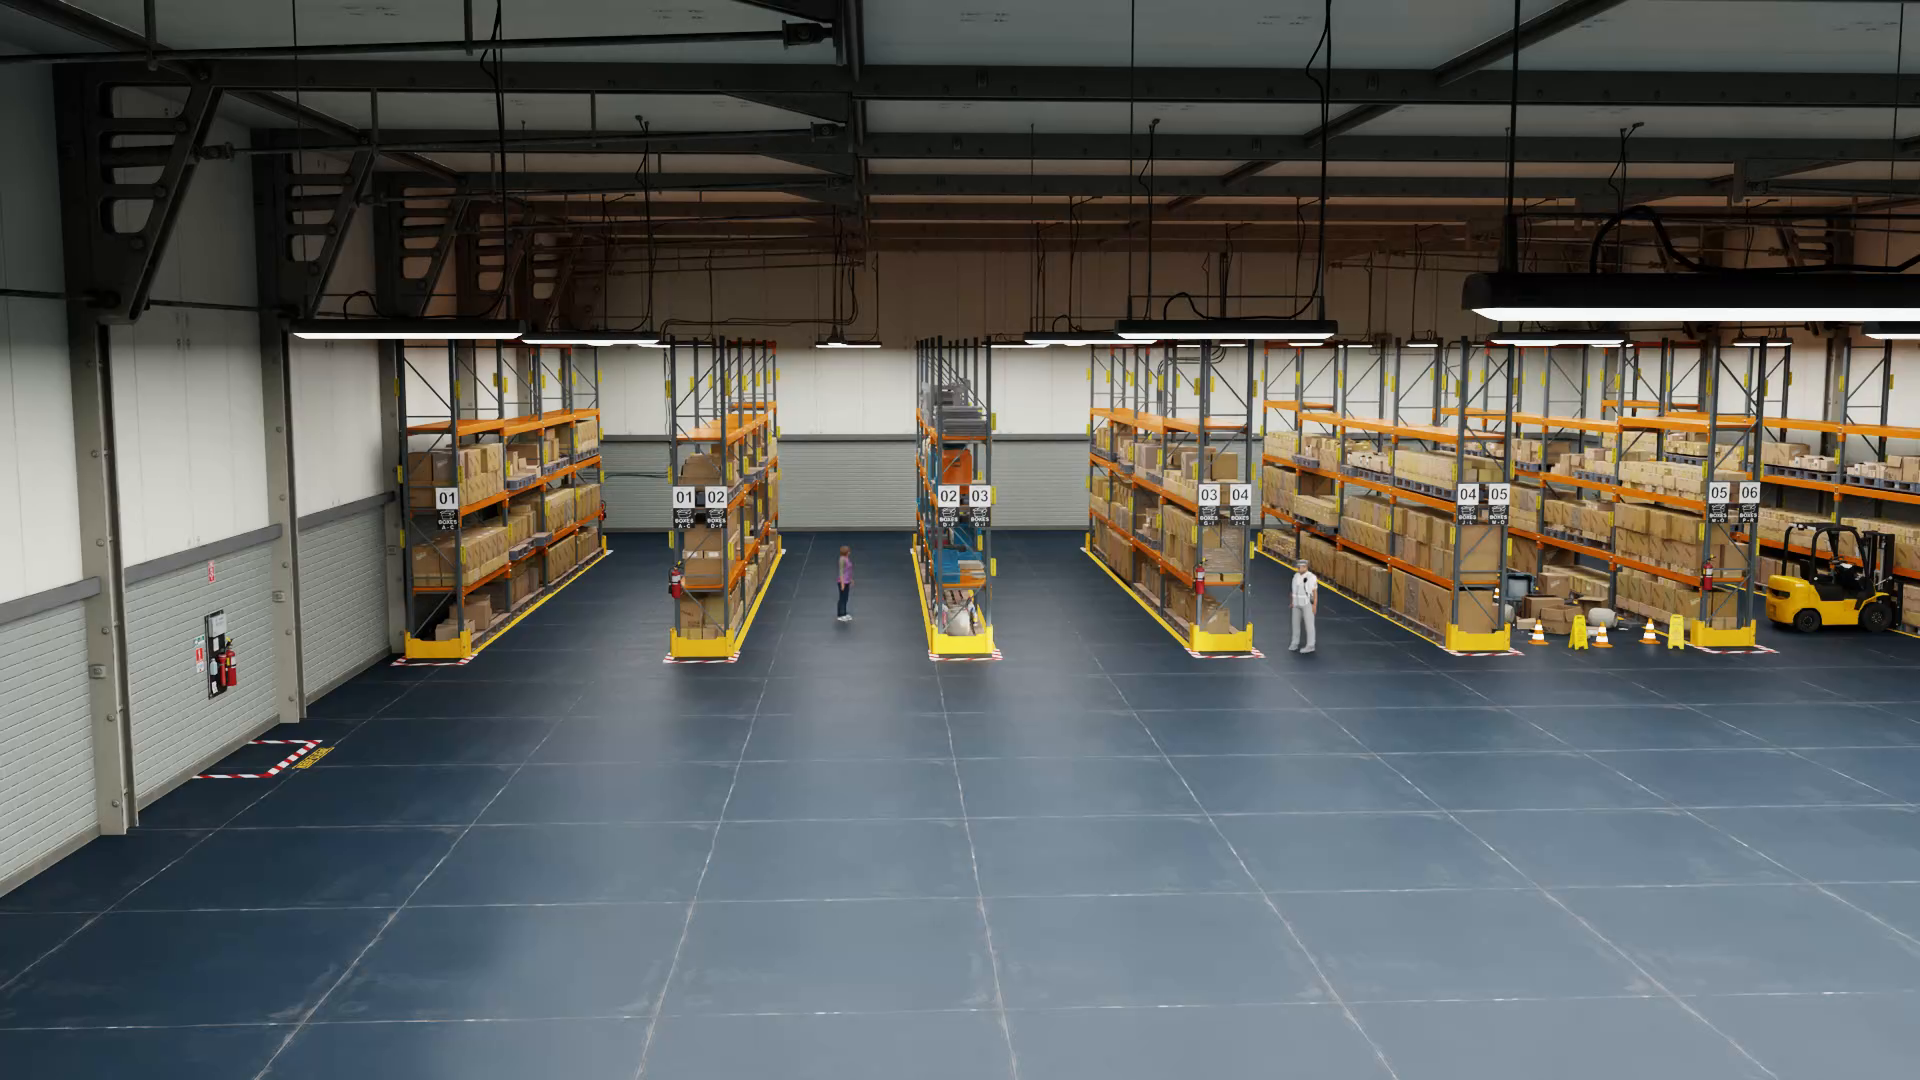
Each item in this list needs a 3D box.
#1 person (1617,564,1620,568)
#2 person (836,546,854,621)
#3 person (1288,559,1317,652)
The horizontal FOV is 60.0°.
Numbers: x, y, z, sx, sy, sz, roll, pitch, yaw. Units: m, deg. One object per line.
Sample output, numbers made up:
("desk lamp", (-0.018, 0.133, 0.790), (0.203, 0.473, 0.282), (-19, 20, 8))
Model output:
("person", (17.353, -0.071, 43.965), (0.394, 1.596, 0.413), (5, 8, 35))
("person", (-2.452, 0.915, 35.313), (0.352, 1.611, 0.443), (1, 7, 12))
("person", (6.536, 1.239, 31.804), (0.575, 1.750, 0.453), (6, 9, 44))
